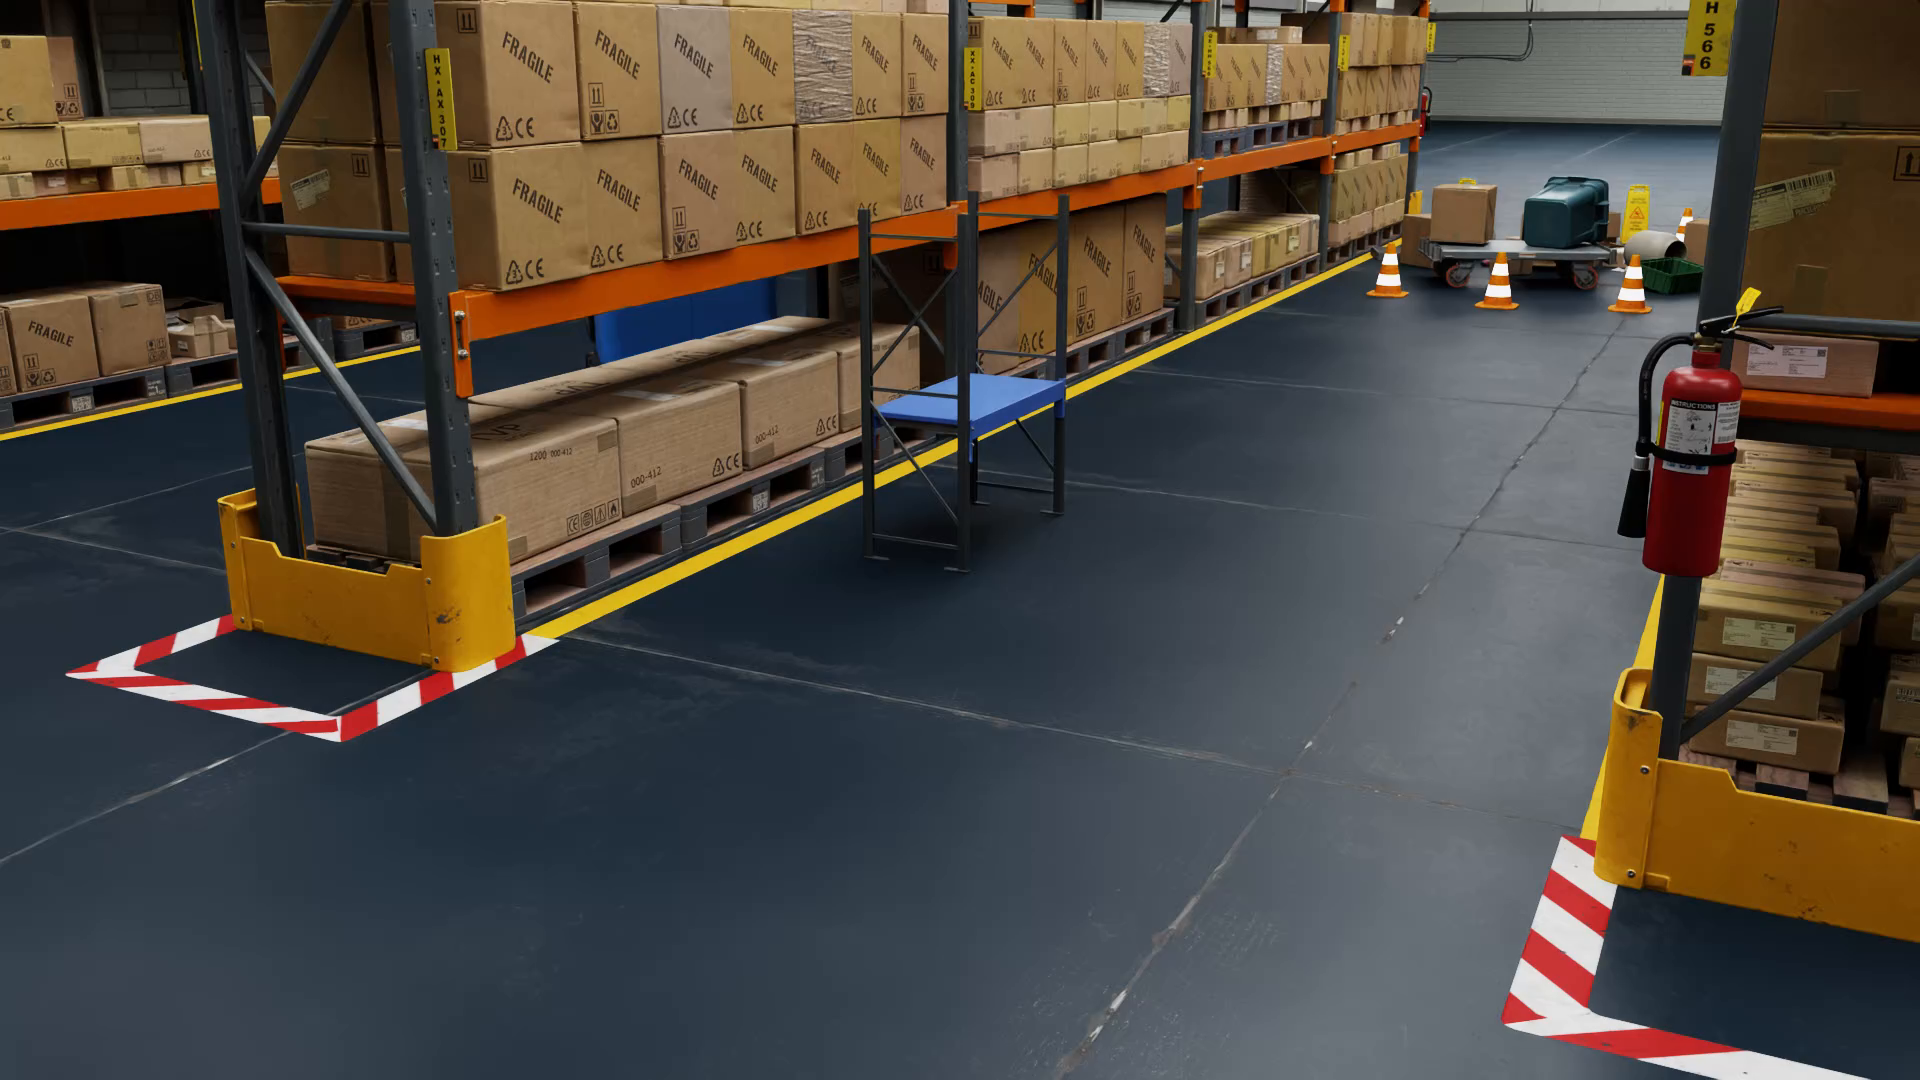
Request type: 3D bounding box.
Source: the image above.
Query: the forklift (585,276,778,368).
[{"bbox_3d":[-1.919,-2.486,10.745,1.130,2.935,3.031,-4,17,-14],"label":"forklift"}]

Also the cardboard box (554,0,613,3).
[{"bbox_3d":[-1.538,-2.102,6.263,0.380,0.149,0.250,9,19,27],"label":"cardboard box"}]

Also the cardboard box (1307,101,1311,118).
[{"bbox_3d":[3.029,-3.988,15.386,0.380,0.149,0.250,8,18,24],"label":"cardboard box"}]

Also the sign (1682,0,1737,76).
[{"bbox_3d":[1.770,-1.260,3.909,0.100,0.325,0.005,8,18,25],"label":"sign"}]

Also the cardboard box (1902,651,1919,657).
[{"bbox_3d":[2.894,0.382,4.717,0.380,0.149,0.250,8,18,25],"label":"cardboard box"}]

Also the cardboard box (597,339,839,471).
[{"bbox_3d":[-1.205,-0.699,8.372,0.875,0.438,0.875,8,18,24],"label":"cardboard box"}]

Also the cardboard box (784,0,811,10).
[{"bbox_3d":[-0.909,-2.502,7.609,0.380,0.149,0.250,8,18,24],"label":"cardboard box"}]

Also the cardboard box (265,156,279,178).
[{"bbox_3d":[-4.788,-2.497,11.105,0.380,0.149,0.250,8,18,26],"label":"cardboard box"}]

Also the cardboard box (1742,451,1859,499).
[{"bbox_3d":[3.130,-0.218,6.214,0.380,0.149,0.250,7,18,23],"label":"cardboard box"}]

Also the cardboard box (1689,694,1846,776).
[{"bbox_3d":[2.306,0.527,4.751,0.380,0.149,0.250,8,19,26],"label":"cardboard box"}]

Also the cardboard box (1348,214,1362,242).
[{"bbox_3d":[3.880,-3.275,17.373,0.500,0.250,0.500,9,19,28],"label":"cardboard box"}]

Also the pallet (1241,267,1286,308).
[{"bbox_3d":[2.255,-2.291,14.867,1.003,0.211,1.213,8,18,25],"label":"pallet"}]

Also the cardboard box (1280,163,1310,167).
[{"bbox_3d":[3.396,-3.695,17.473,0.500,0.500,0.500,8,19,26],"label":"cardboard box"}]

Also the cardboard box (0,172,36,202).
[{"bbox_3d":[-5.546,-2.032,9.539,0.380,0.149,0.250,9,19,27],"label":"cardboard box"}]

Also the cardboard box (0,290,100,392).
[{"bbox_3d":[-5.558,-1.194,9.927,0.500,0.500,0.500,8,19,26],"label":"cardboard box"}]

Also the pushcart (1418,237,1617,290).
[{"bbox_3d":[5.208,-2.604,15.628,1.648,0.377,0.936,2,17,6],"label":"pushcart"}]

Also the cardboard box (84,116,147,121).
[{"bbox_3d":[-5.552,-2.581,10.688,0.500,0.250,0.500,8,18,25],"label":"cardboard box"}]

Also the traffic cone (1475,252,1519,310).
[{"bbox_3d":[4.609,-2.227,14.209,0.336,0.463,0.334,8,18,25],"label":"traffic cone"}]

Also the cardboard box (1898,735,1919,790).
[{"bbox_3d":[2.778,0.595,4.522,0.380,0.149,0.250,9,19,26],"label":"cardboard box"}]

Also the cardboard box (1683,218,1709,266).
[{"bbox_3d":[7.395,-2.863,16.281,0.500,0.500,0.500,12,20,35],"label":"cardboard box"}]

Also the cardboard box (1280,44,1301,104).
[{"bbox_3d":[2.688,-4.126,14.712,0.500,0.500,0.500,9,19,27],"label":"cardboard box"}]

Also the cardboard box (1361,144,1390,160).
[{"bbox_3d":[4.470,-4.241,18.169,0.380,0.149,0.250,9,19,28],"label":"cardboard box"}]

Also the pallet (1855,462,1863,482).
[{"bbox_3d":[4.391,-0.358,8.359,1.003,0.211,1.213,8,18,25],"label":"pallet"}]

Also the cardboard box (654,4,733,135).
[{"bbox_3d":[-1.299,-1.959,6.921,0.500,0.500,0.500,8,18,25],"label":"cardboard box"}]

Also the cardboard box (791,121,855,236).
[{"bbox_3d":[-0.844,-1.736,7.925,0.500,0.500,0.500,8,18,25],"label":"cardboard box"}]

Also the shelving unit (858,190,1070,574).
[{"bbox_3d":[0.038,-0.741,7.384,0.538,1.500,1.048,8,18,25],"label":"shelving unit"}]

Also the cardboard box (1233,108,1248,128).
[{"bbox_3d":[2.131,-3.458,13.603,0.380,0.149,0.250,8,18,26],"label":"cardboard box"}]

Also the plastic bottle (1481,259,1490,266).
[{"bbox_3d":[5.400,-2.820,16.910,0.133,0.061,0.283,12,20,35],"label":"plastic bottle"}]

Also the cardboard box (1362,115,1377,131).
[{"bbox_3d":[4.154,-4.382,17.450,0.380,0.149,0.250,8,18,26],"label":"cardboard box"}]

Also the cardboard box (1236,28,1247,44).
[{"bbox_3d":[2.619,-4.766,15.728,0.380,0.149,0.250,8,18,25],"label":"cardboard box"}]

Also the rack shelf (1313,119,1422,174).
[{"bbox_3d":[4.040,-4.303,18.006,1.077,0.370,4.000,8,18,25],"label":"rack shelf"}]

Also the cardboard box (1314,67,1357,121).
[{"bbox_3d":[3.592,-4.405,16.390,0.500,0.500,0.500,8,18,25],"label":"cardboard box"}]

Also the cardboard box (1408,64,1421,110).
[{"bbox_3d":[4.937,-5.174,18.979,0.500,0.500,0.500,8,18,24],"label":"cardboard box"}]

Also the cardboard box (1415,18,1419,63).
[{"bbox_3d":[4.668,-5.541,18.457,0.700,0.500,0.500,8,18,26],"label":"cardboard box"}]

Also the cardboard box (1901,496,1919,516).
[{"bbox_3d":[3.366,-0.025,5.566,0.380,0.149,0.250,8,19,26],"label":"cardboard box"}]

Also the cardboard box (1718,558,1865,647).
[{"bbox_3d":[2.431,0.179,4.879,0.380,0.149,0.250,8,19,26],"label":"cardboard box"}]

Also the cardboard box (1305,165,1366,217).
[{"bbox_3d":[3.880,-3.635,17.268,0.500,0.500,0.500,9,19,28],"label":"cardboard box"}]

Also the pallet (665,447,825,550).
[{"bbox_3d":[-1.382,-0.268,8.056,1.003,0.211,1.213,8,18,25],"label":"pallet"}]

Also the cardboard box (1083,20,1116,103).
[{"bbox_3d":[0.679,-3.096,10.749,0.500,0.500,0.500,8,18,24],"label":"cardboard box"}]

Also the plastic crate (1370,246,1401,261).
[{"bbox_3d":[4.581,-3.034,17.599,0.402,0.080,0.583,2,17,6],"label":"plastic crate"}]

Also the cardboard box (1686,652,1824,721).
[{"bbox_3d":[2.238,0.374,4.742,0.380,0.149,0.250,8,18,24],"label":"cardboard box"}]

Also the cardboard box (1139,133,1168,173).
[{"bbox_3d":[1.151,-2.753,11.790,0.500,0.250,0.500,8,19,26],"label":"cardboard box"}]

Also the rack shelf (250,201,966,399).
[{"bbox_3d":[-1.322,-1.246,7.715,1.077,0.370,4.000,8,18,25],"label":"rack shelf"}]

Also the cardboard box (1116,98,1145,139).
[{"bbox_3d":[0.933,-2.867,11.295,0.500,0.250,0.500,8,18,24],"label":"cardboard box"}]

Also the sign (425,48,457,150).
[{"bbox_3d":[-1.722,-1.462,5.520,0.100,0.325,0.005,8,18,25],"label":"sign"}]

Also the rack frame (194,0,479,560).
[{"bbox_3d":[-2.216,-1.082,5.897,1.000,3.000,0.127,8,18,25],"label":"rack frame"}]

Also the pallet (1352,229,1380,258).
[{"bbox_3d":[3.958,-3.289,18.227,1.003,0.211,1.213,8,18,25],"label":"pallet"}]

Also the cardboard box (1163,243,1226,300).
[{"bbox_3d":[1.620,-2.204,13.553,0.950,0.372,0.625,7,18,22],"label":"cardboard box"}]

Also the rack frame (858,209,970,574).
[{"bbox_3d":[-0.189,-0.611,6.948,0.500,1.500,0.032,8,18,25],"label":"rack frame"}]

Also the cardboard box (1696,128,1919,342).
[{"bbox_3d":[2.228,-0.815,4.303,0.500,0.500,0.500,9,19,26],"label":"cardboard box"}]
